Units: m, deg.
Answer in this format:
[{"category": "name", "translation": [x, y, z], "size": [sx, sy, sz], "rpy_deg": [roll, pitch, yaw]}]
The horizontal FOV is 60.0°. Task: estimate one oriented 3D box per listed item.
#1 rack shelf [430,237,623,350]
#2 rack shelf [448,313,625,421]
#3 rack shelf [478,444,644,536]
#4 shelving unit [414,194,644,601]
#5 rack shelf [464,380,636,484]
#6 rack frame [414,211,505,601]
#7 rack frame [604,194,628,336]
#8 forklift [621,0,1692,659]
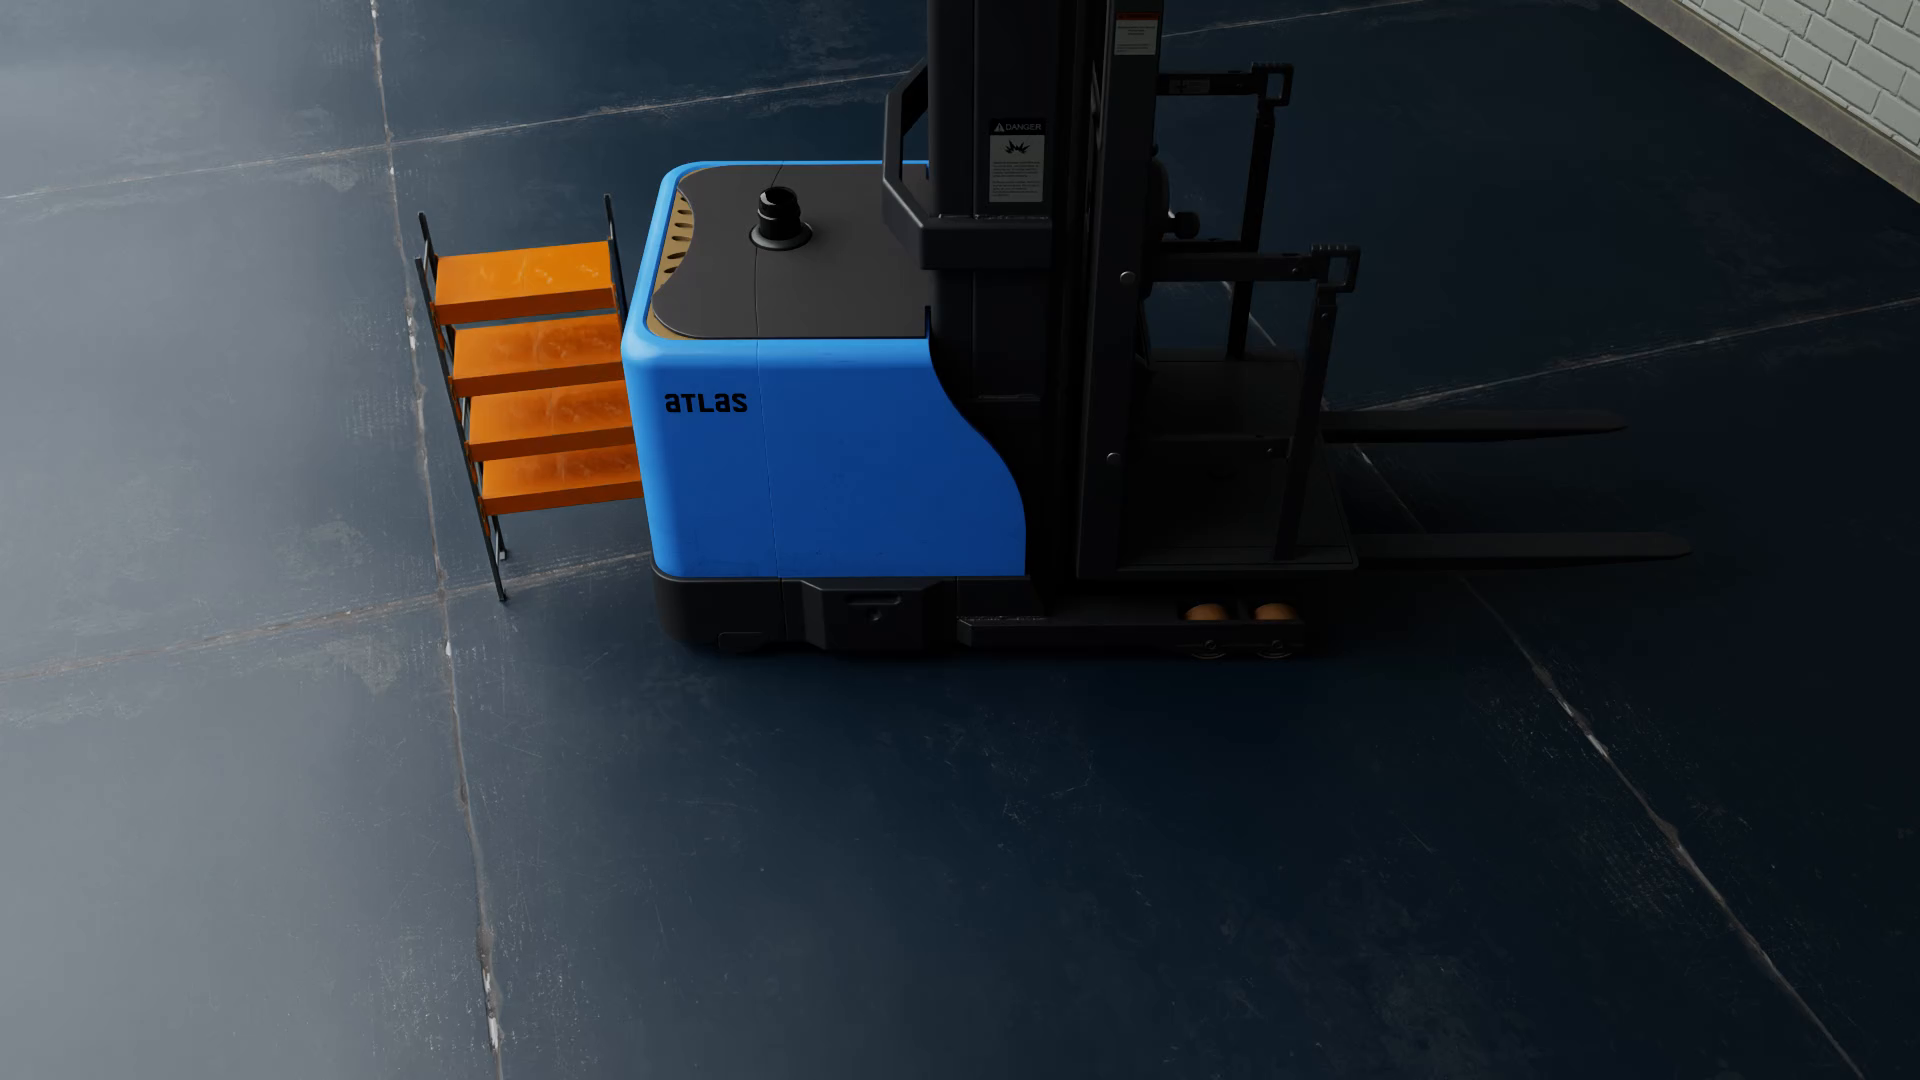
[{"category": "rack shelf", "translation": [-1.171, -0.672, 4.509], "size": [0.480, 0.148, 0.258], "rpy_deg": [-7, 42, -8]}, {"category": "rack shelf", "translation": [-1.171, -0.493, 4.665], "size": [0.480, 0.148, 0.258], "rpy_deg": [-7, 42, -8]}, {"category": "rack shelf", "translation": [-1.171, -0.175, 4.943], "size": [0.480, 0.148, 0.258], "rpy_deg": [-7, 42, -8]}, {"category": "shelving unit", "translation": [-1.171, -0.376, 4.768], "size": [0.503, 1.200, 0.258], "rpy_deg": [-7, 42, -8]}, {"category": "rack shelf", "translation": [-1.171, -0.325, 4.812], "size": [0.480, 0.148, 0.258], "rpy_deg": [-7, 42, -8]}, {"category": "rack frame", "translation": [-1.411, -0.345, 4.733], "size": [0.015, 1.200, 0.240], "rpy_deg": [-7, 42, -8]}, {"category": "rack frame", "translation": [-0.932, -0.406, 4.803], "size": [0.015, 1.200, 0.240], "rpy_deg": [-7, 42, -8]}, {"category": "forklift", "translation": [0.630, -1.108, 4.291], "size": [3.031, 2.935, 1.130], "rpy_deg": [0, 41, 0]}]
